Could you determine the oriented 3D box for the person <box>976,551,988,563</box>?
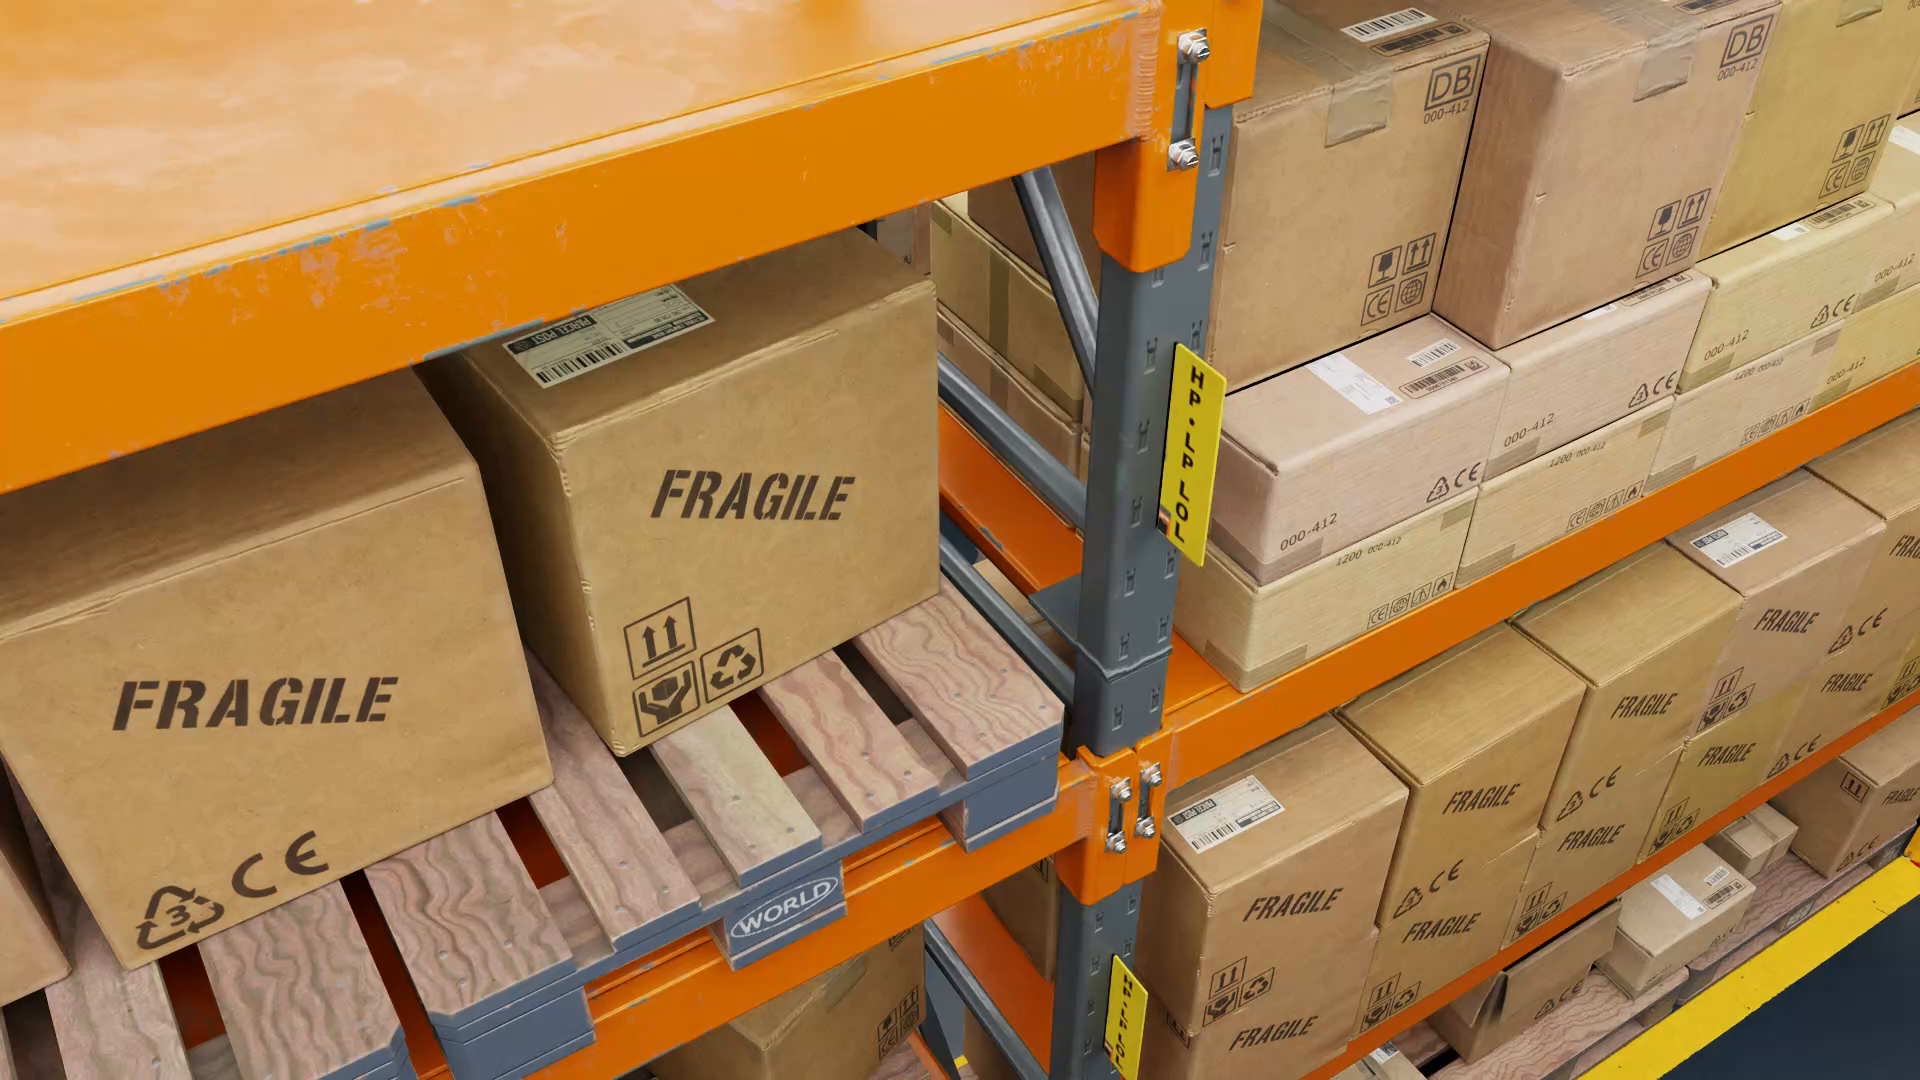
[{"bbox_3d":[0.301,-0.263,6.840,0.805,1.170,0.496,-23,46,-24],"label":"person"}]
